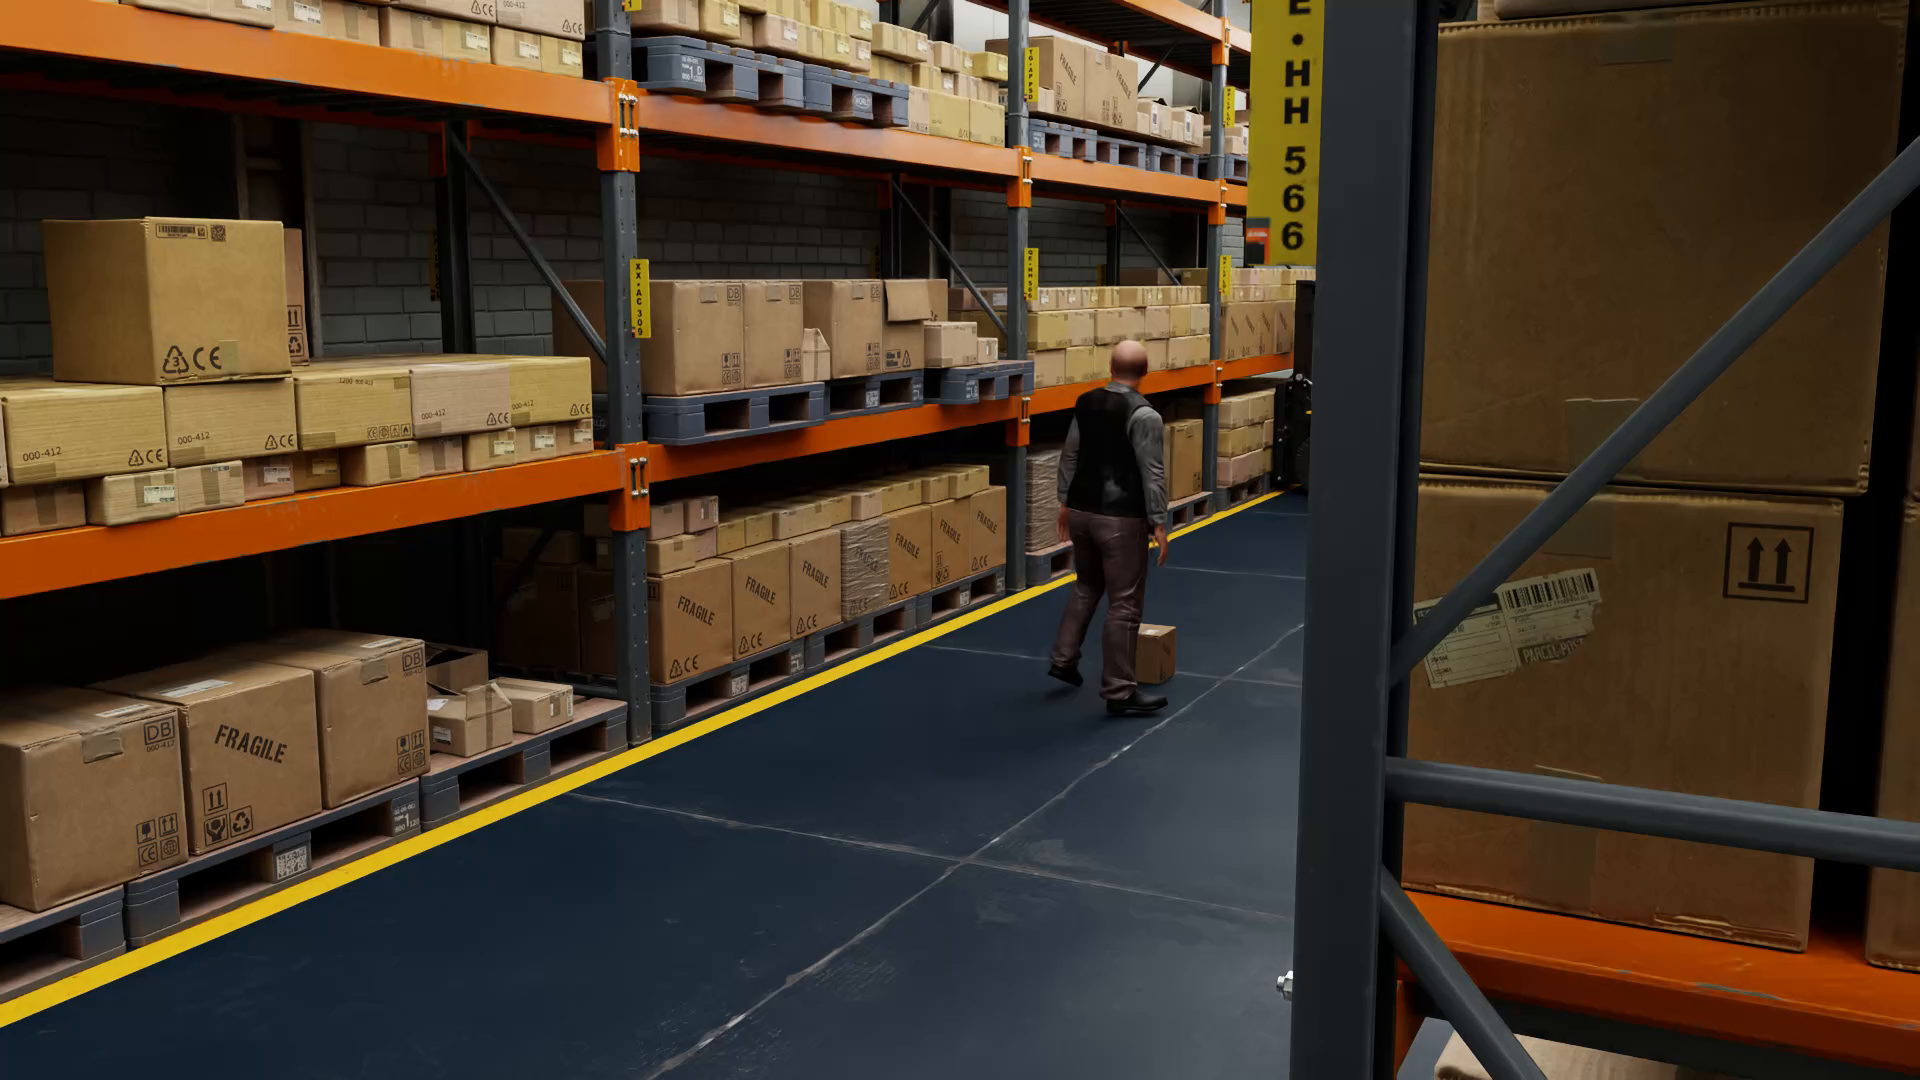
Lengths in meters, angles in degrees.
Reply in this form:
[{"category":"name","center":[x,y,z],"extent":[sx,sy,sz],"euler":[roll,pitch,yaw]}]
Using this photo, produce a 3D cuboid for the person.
[{"category":"person","center":[0.693,-0.080,7.874],"extent":[0.375,1.723,0.719],"euler":[-6,11,-35]}]
